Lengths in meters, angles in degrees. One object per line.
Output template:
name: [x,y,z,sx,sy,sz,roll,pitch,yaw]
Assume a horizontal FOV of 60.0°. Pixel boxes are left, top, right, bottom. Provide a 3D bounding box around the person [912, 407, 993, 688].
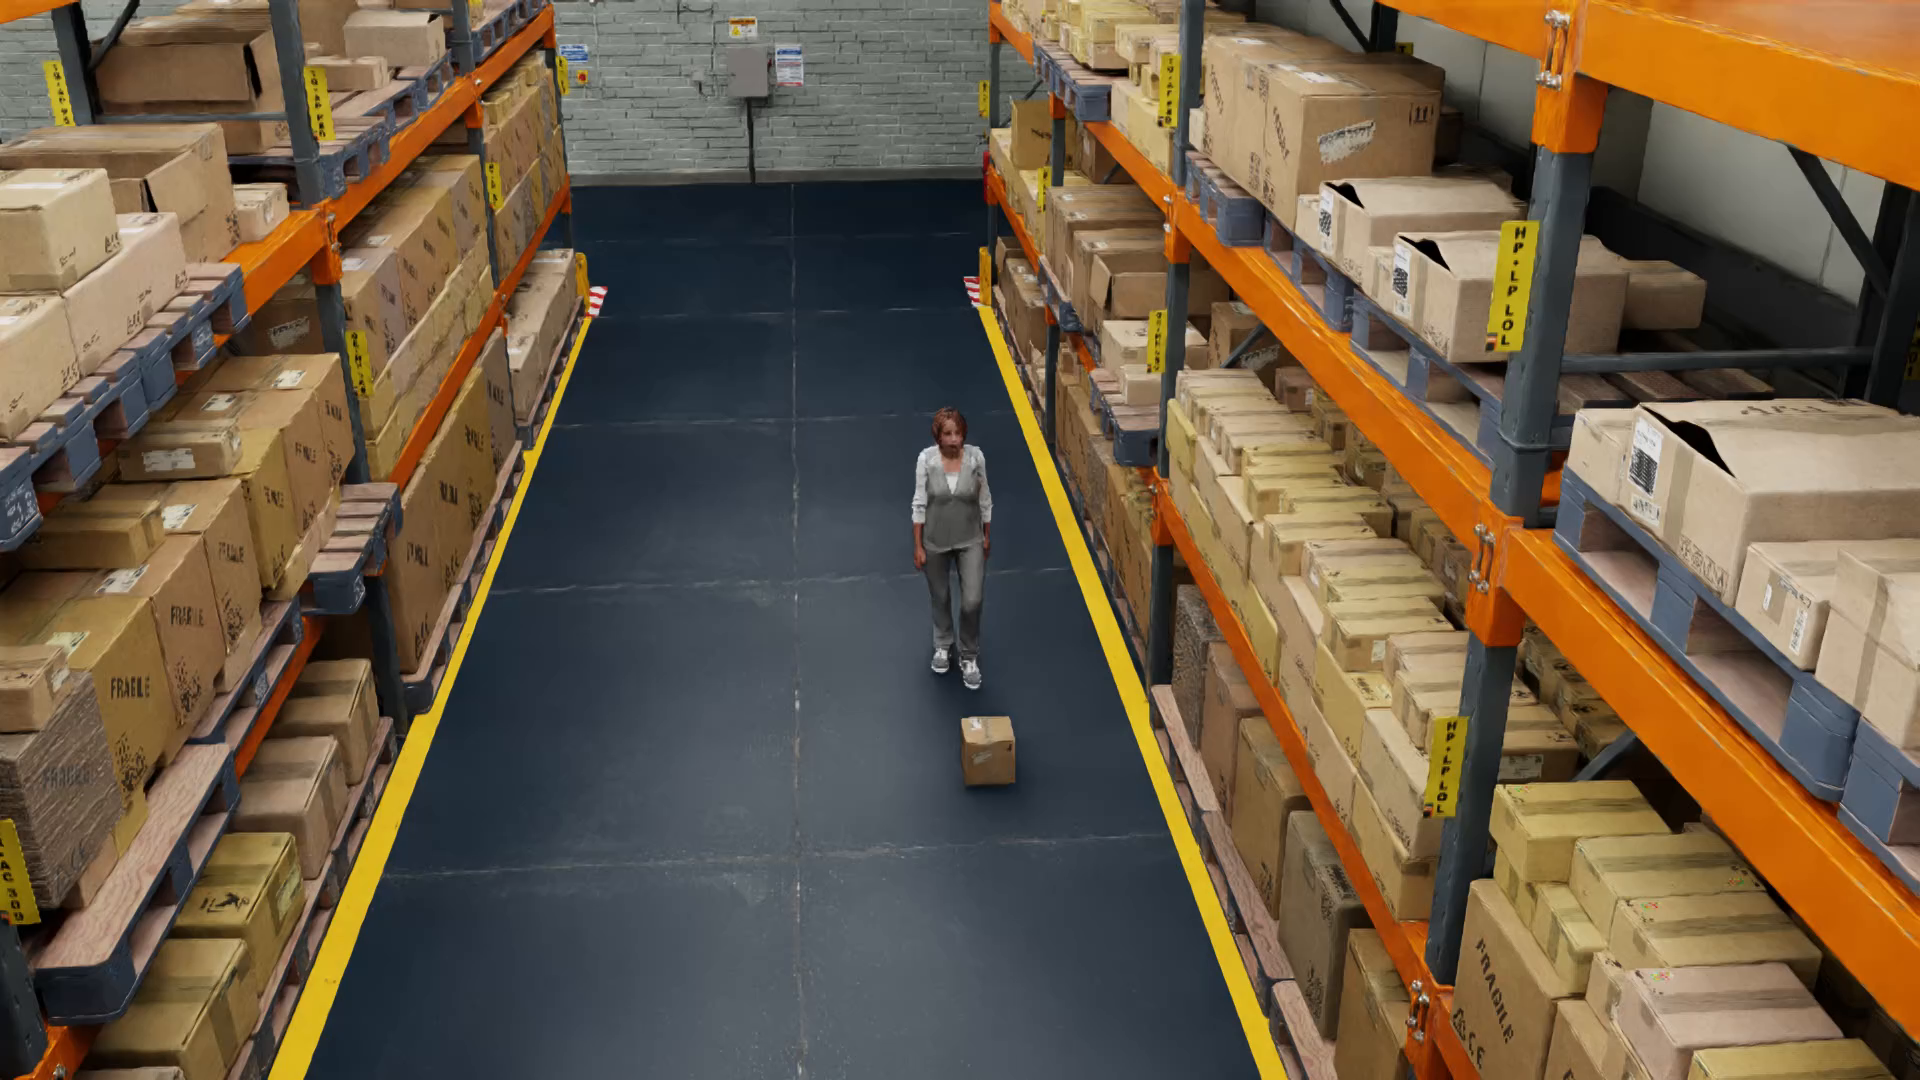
person: [-0.041,0.009,9.066,0.435,1.590,0.441,0,24,-1]
